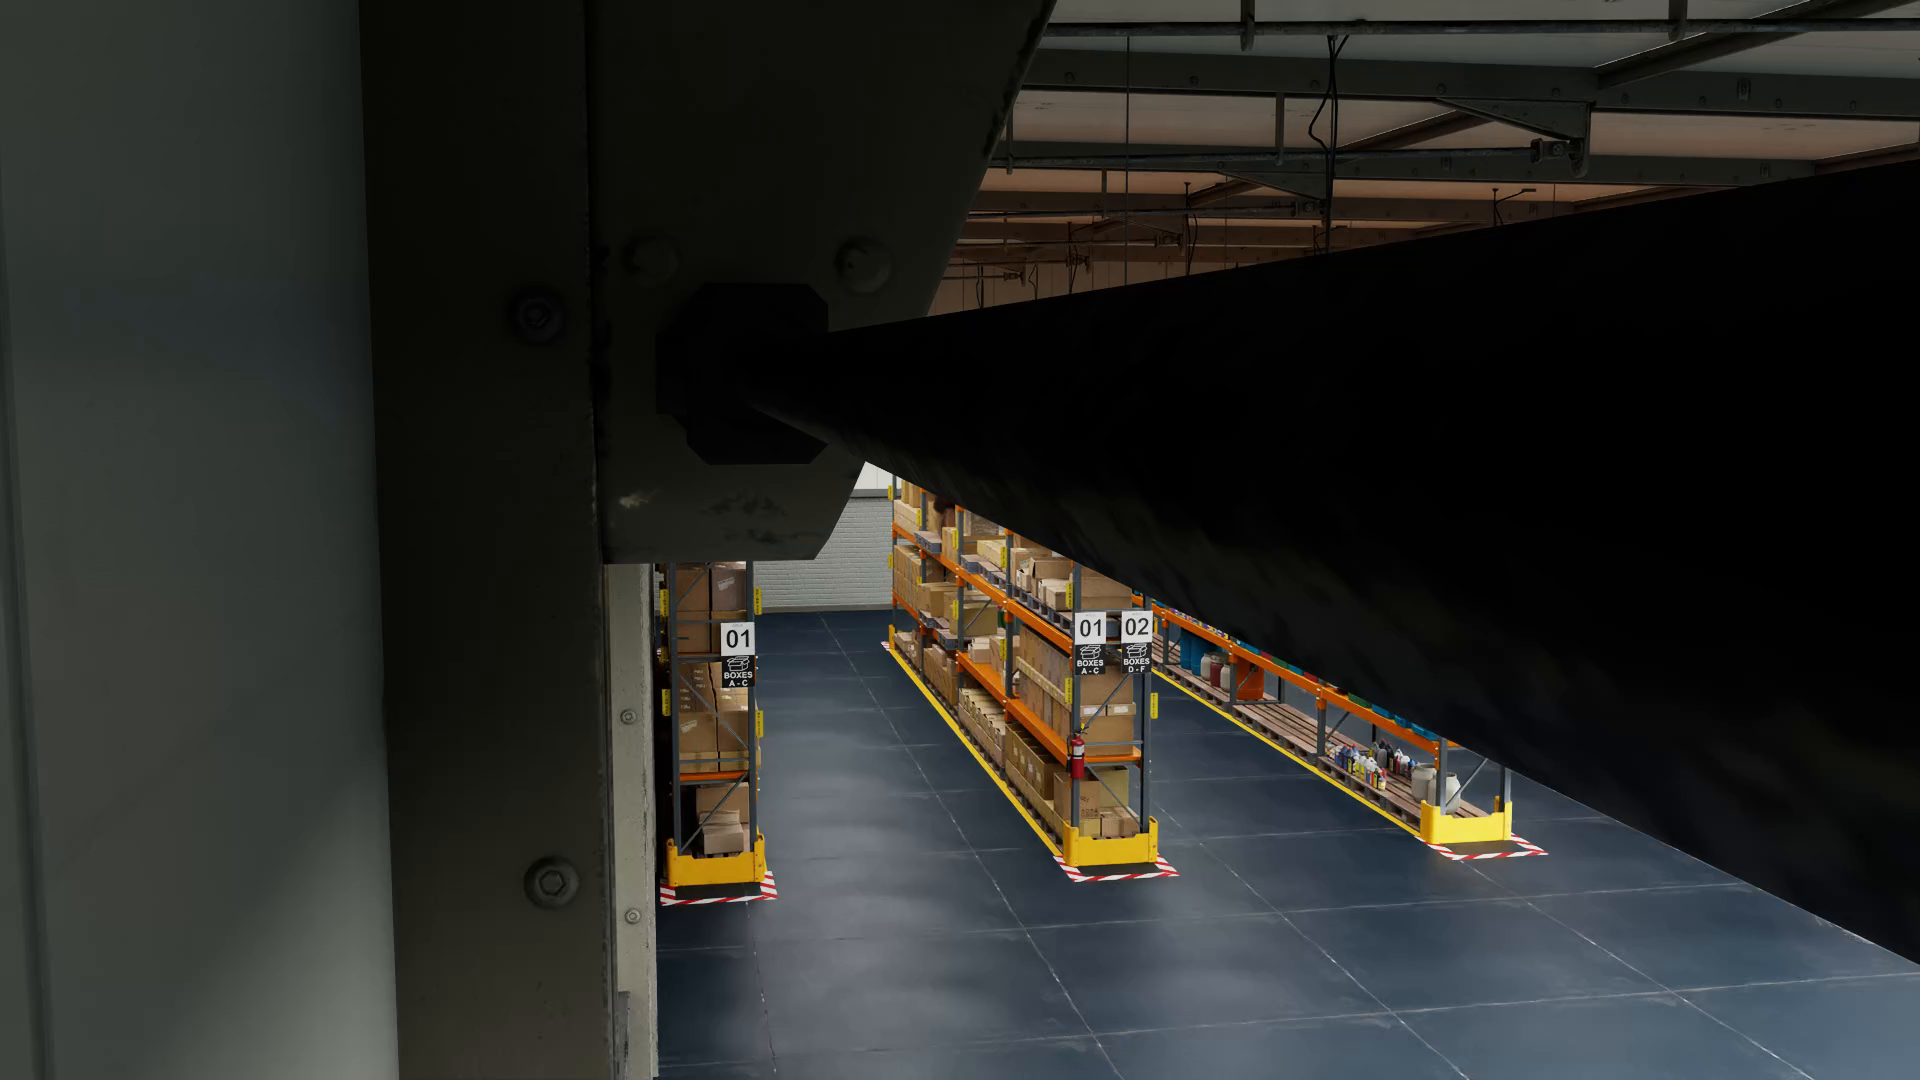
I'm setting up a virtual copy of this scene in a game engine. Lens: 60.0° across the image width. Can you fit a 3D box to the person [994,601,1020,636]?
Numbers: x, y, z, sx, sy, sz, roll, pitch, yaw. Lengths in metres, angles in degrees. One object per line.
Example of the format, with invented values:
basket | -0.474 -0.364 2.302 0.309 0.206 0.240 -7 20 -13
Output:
person | 0.973 1.547 36.270 0.682 1.793 0.896 -3 7 -24
